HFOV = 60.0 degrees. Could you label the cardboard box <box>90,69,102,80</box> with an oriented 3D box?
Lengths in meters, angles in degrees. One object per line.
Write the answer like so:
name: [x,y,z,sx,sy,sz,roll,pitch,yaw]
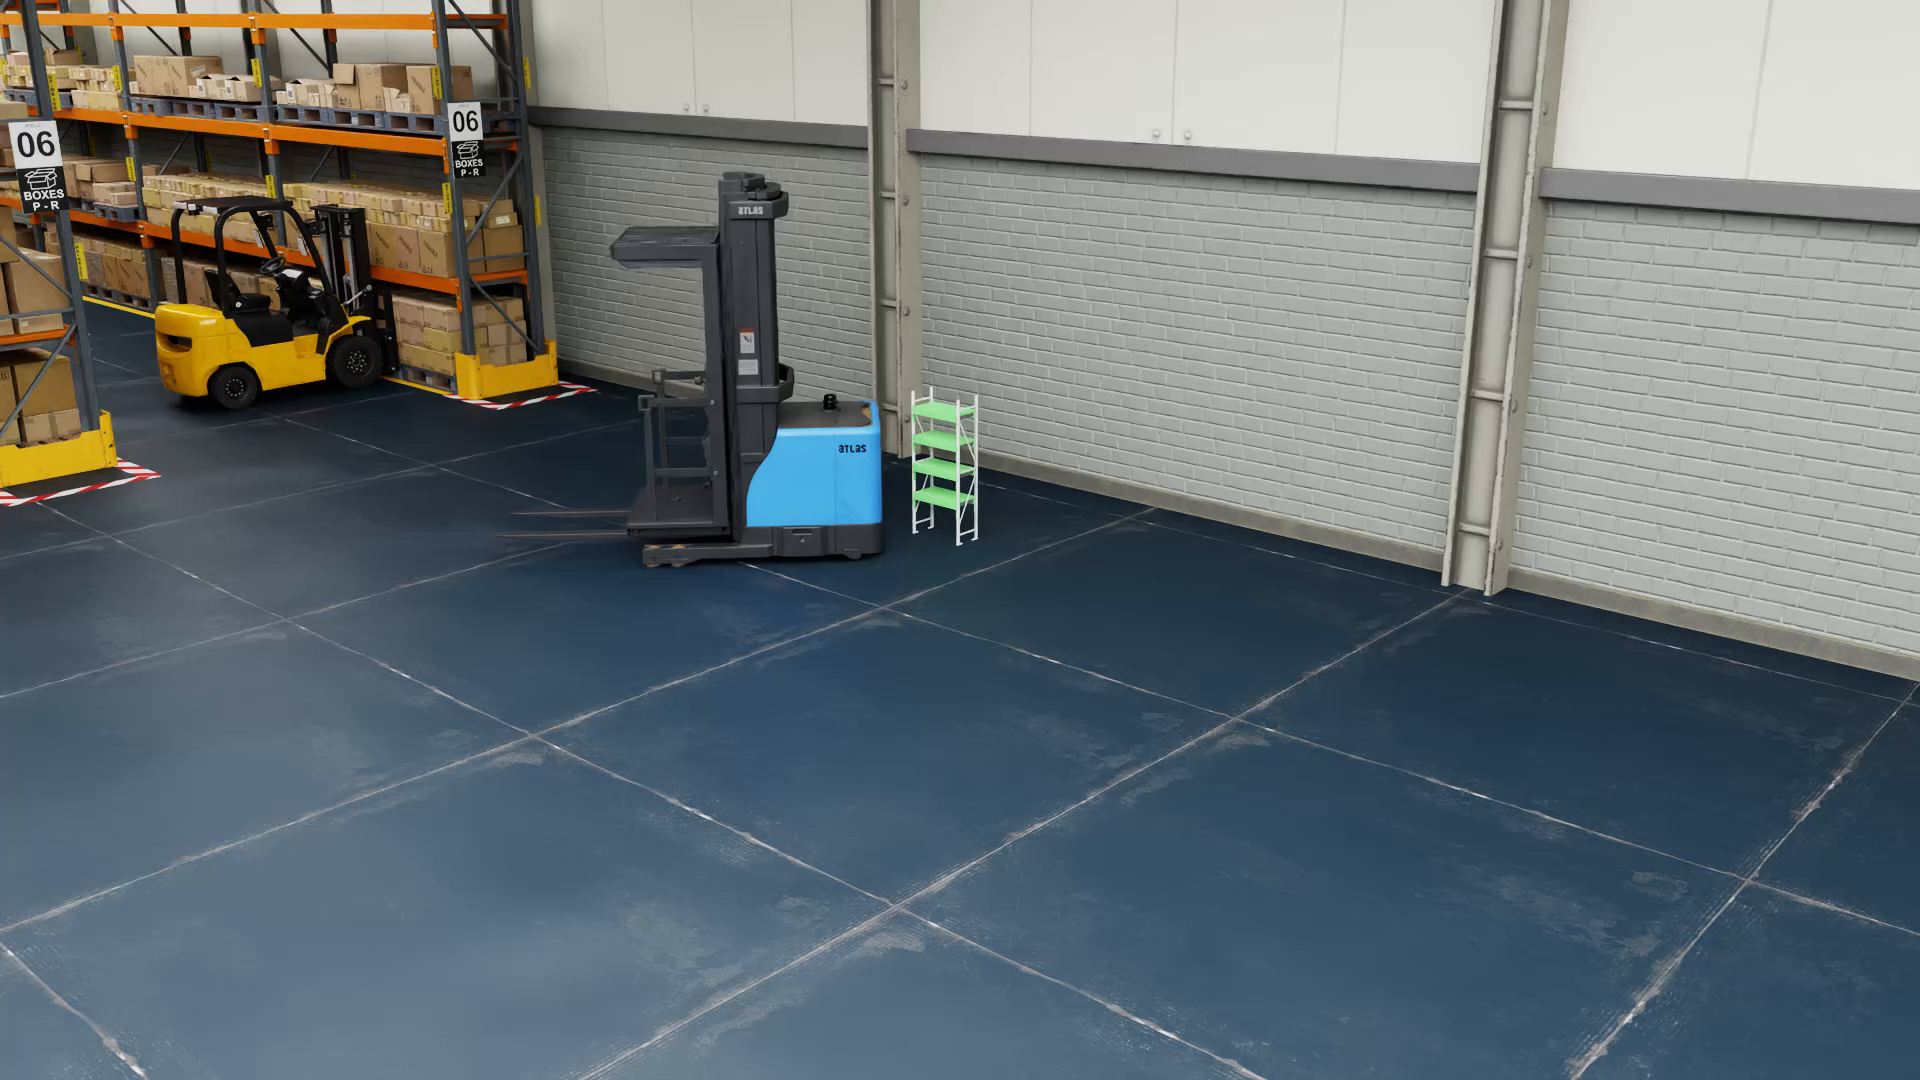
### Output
cardboard box: [-12.133,-6.632,23.688,0.250,0.149,0.380,15,23,38]

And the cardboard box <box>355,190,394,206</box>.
cardboard box: [-6.911,-4.038,19.647,0.250,0.149,0.380,15,23,39]

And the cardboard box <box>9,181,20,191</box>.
cardboard box: [-14.693,-5.681,26.309,0.500,0.250,0.500,16,23,41]

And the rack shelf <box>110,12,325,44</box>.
rack shelf: [-9.662,-6.685,21.649,4.000,0.370,1.077,15,23,39]

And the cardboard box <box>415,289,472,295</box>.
cardboard box: [-6.151,-2.862,19.869,0.500,0.250,0.500,15,23,39]

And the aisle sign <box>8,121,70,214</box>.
aisle sign: [-8.214,-3.327,14.839,0.004,0.787,0.394,15,23,39]

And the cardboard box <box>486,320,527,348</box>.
cardboard box: [-5.388,-2.423,19.314,0.500,0.250,0.500,16,23,40]

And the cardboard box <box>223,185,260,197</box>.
cardboard box: [-9.361,-4.531,21.691,0.250,0.149,0.380,14,23,38]

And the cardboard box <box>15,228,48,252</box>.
cardboard box: [-15.357,-4.842,27.349,0.500,0.500,0.700,14,22,37]

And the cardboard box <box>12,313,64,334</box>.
cardboard box: [-8.583,-2.026,15.451,0.250,0.149,0.380,15,23,39]

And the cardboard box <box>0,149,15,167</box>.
cardboard box: [-8.499,-3.480,15.076,0.250,0.149,0.380,15,23,39]

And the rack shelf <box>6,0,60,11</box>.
rack shelf: [-15.646,-8.480,26.650,4.000,0.370,1.077,15,23,39]

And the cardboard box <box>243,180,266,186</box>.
cardboard box: [-9.396,-4.750,22.382,0.250,0.149,0.380,15,23,40]

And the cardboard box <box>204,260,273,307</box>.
cardboard box: [-9.703,-3.436,22.710,0.625,0.625,0.875,14,22,37]

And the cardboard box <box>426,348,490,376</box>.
cardboard box: [-5.736,-2.066,19.016,0.500,0.250,0.500,15,23,40]

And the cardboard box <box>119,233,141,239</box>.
cardboard box: [-12.687,-4.622,25.584,0.250,0.149,0.380,15,23,40]

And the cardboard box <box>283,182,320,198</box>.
cardboard box: [-8.125,-4.325,20.550,0.250,0.149,0.380,16,23,40]

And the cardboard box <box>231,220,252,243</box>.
cardboard box: [-9.097,-4.027,21.591,0.500,0.250,0.500,15,23,39]

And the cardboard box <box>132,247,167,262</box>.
cardboard box: [-11.696,-4.120,24.001,0.250,0.149,0.380,14,22,37]

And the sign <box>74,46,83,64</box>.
sign: [-13.784,-7.554,25.990,0.005,0.325,0.100,15,23,39]

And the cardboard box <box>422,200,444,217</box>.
cardboard box: [-5.788,-3.719,18.643,0.250,0.149,0.380,15,23,39]

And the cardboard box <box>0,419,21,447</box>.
cardboard box: [-9.268,-1.026,15.737,0.500,0.250,0.500,15,23,39]

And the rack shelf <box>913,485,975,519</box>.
rack shelf: [-0.124,-0.315,13.627,0.480,0.148,0.258,15,23,39]

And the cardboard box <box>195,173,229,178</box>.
cardboard box: [-10.511,-5.070,23.392,0.250,0.149,0.380,16,23,41]

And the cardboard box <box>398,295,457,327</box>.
cardboard box: [-6.112,-2.643,19.180,0.500,0.250,0.500,16,23,40]

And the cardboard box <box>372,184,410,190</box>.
cardboard box: [-6.951,-4.257,20.339,0.250,0.149,0.380,15,23,38]

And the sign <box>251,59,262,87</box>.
sign: [-8.519,-5.659,20.149,0.005,0.325,0.100,15,23,39]

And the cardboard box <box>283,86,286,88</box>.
cardboard box: [-8.671,-5.730,21.304,0.250,0.149,0.380,15,23,39]

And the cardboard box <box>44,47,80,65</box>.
cardboard box: [-13.656,-7.369,25.293,0.258,0.266,0.396,15,23,39]

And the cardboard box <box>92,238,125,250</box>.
cardboard box: [-12.819,-4.454,25.052,0.250,0.149,0.380,15,23,39]

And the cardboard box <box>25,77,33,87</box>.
cardboard box: [-13.633,-6.813,24.716,0.250,0.149,0.380,15,23,40]

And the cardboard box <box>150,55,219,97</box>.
cardboard box: [-10.334,-6.206,22.225,0.500,0.500,0.700,14,23,38]

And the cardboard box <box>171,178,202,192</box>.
cardboard box: [-10.502,-4.838,22.659,0.250,0.149,0.380,15,23,40]

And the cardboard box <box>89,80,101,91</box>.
cardboard box: [-12.158,-6.480,23.702,0.250,0.149,0.380,15,23,39]

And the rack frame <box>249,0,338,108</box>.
rack frame: [-8.166,-6.817,20.214,0.127,3.000,1.000,15,23,39]

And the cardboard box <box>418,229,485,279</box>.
cardboard box: [-5.717,-3.241,18.700,0.500,0.500,0.500,14,23,38]

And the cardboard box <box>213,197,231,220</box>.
cardboard box: [-9.471,-4.370,21.845,0.500,0.250,0.500,16,23,40]

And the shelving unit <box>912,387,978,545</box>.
shelving unit: [-0.124,-0.605,13.535,0.503,1.200,0.258,15,23,39]

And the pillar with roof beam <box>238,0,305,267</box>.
pillar with roof beam: [-12.442,-6.588,19.494,0.400,9.000,9.100,15,23,39]

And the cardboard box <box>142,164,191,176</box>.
cardboard box: [-11.439,-5.147,24.011,0.500,0.500,0.500,16,24,42]

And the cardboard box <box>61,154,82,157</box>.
cardboard box: [-13.937,-5.664,25.639,0.500,0.500,0.700,16,23,41]

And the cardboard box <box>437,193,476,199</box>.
cardboard box: [-5.839,-3.931,19.312,0.250,0.149,0.380,15,23,40]

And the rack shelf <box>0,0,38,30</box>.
rack shelf: [-9.962,-4.947,15.517,4.000,0.370,1.077,15,23,39]

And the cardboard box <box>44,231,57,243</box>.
cardboard box: [-14.058,-4.749,25.983,0.250,0.149,0.380,16,24,42]

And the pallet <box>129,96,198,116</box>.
pallet: [-10.591,-5.984,22.862,1.003,0.211,1.213,16,24,42]

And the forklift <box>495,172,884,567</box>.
forklift: [-2.141,-1.350,13.019,3.031,2.935,1.130,-1,18,-4]

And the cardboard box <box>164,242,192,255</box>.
cardboard box: [-11.522,-4.313,24.608,0.250,0.149,0.380,16,24,41]

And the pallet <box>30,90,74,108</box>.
pallet: [-12.931,-6.549,24.641,1.003,0.211,1.213,15,23,39]

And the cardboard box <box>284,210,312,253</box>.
cardboard box: [-8.008,-3.857,20.640,0.500,0.500,0.500,14,22,38]

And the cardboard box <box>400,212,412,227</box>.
cardboard box: [-6.162,-3.680,19.011,0.250,0.149,0.380,15,23,39]

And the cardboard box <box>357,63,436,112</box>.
cardboard box: [-6.367,-5.141,18.869,0.500,0.500,0.700,15,23,40]

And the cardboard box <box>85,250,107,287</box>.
cardboard box: [-12.779,-4.113,25.050,0.500,0.500,0.500,14,22,37]

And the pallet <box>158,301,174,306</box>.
pallet: [-10.568,-3.257,23.526,1.213,0.211,1.003,15,23,39]
